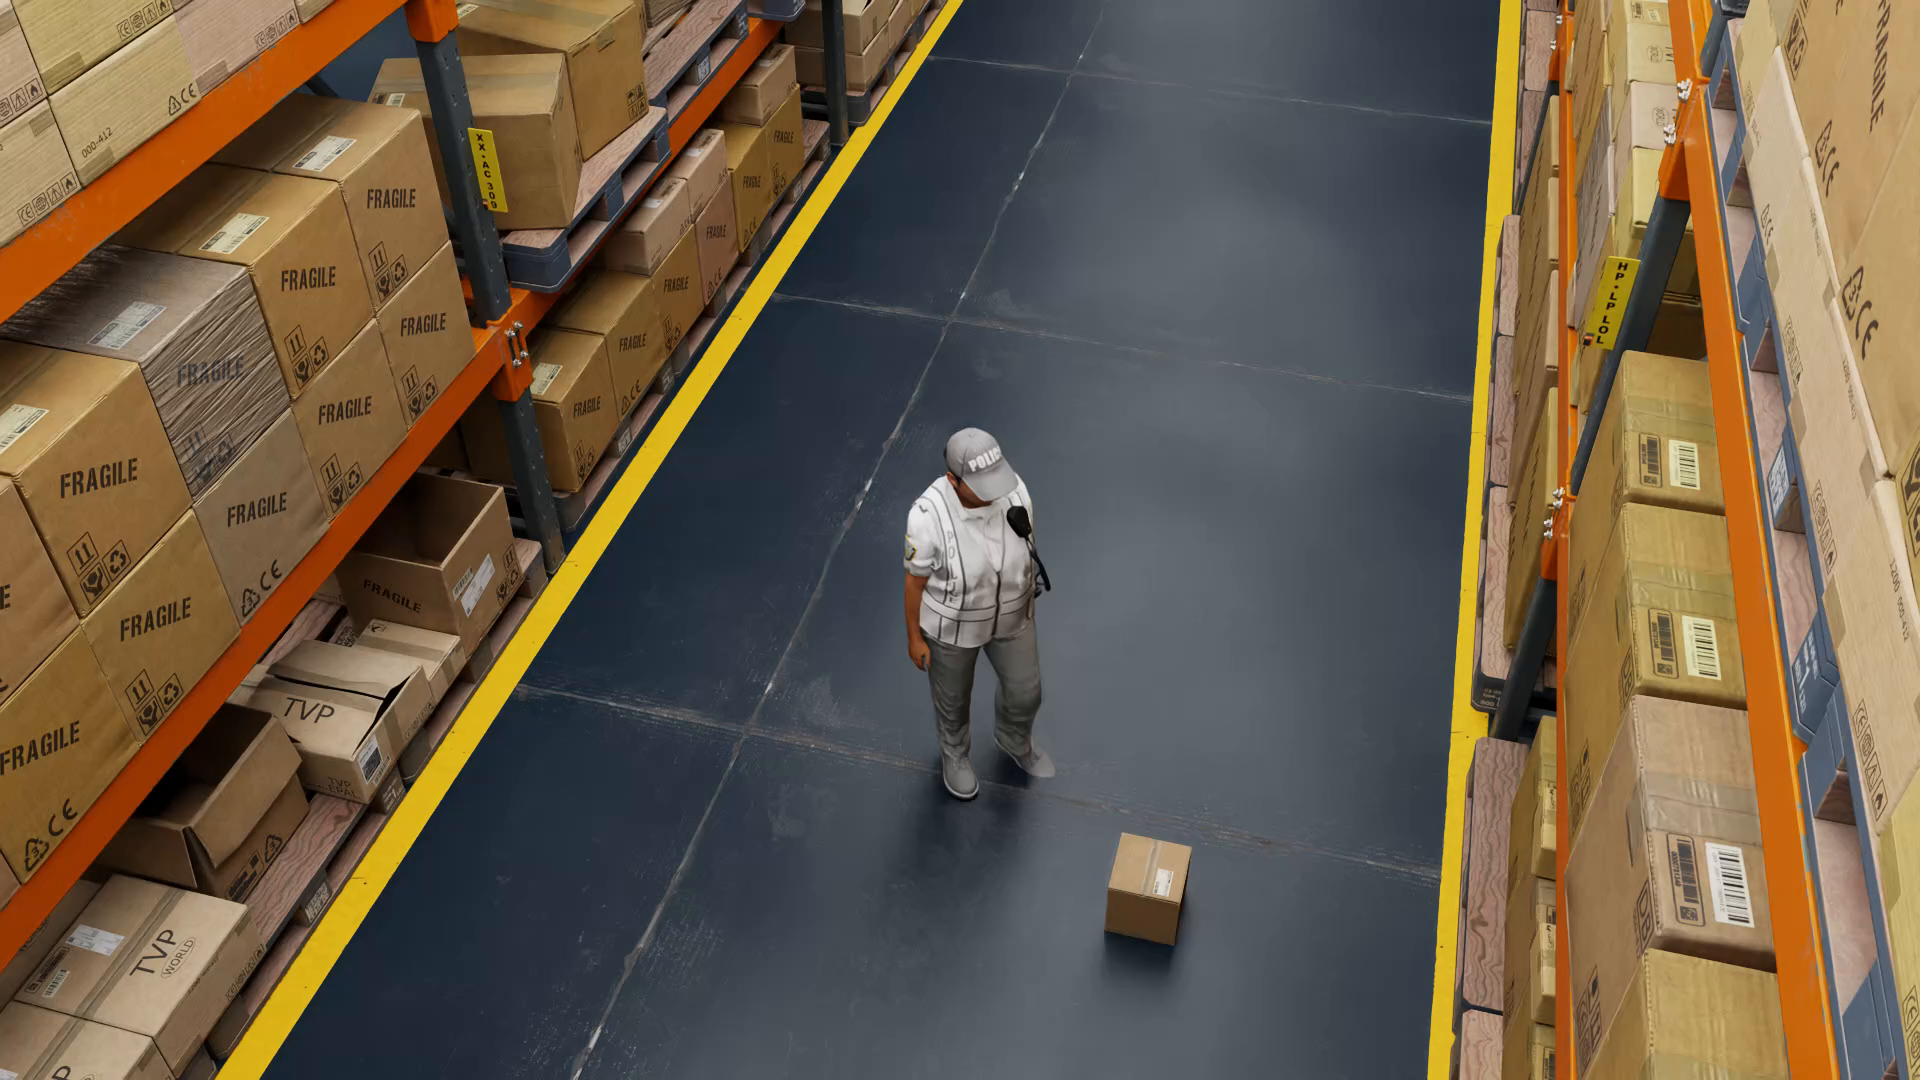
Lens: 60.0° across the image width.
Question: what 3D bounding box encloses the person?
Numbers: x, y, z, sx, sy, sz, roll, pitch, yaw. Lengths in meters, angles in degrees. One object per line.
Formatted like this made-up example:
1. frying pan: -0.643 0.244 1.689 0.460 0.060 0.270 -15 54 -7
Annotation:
1. person: 0.082 0.285 5.854 0.569 1.720 0.400 -16 44 -17
